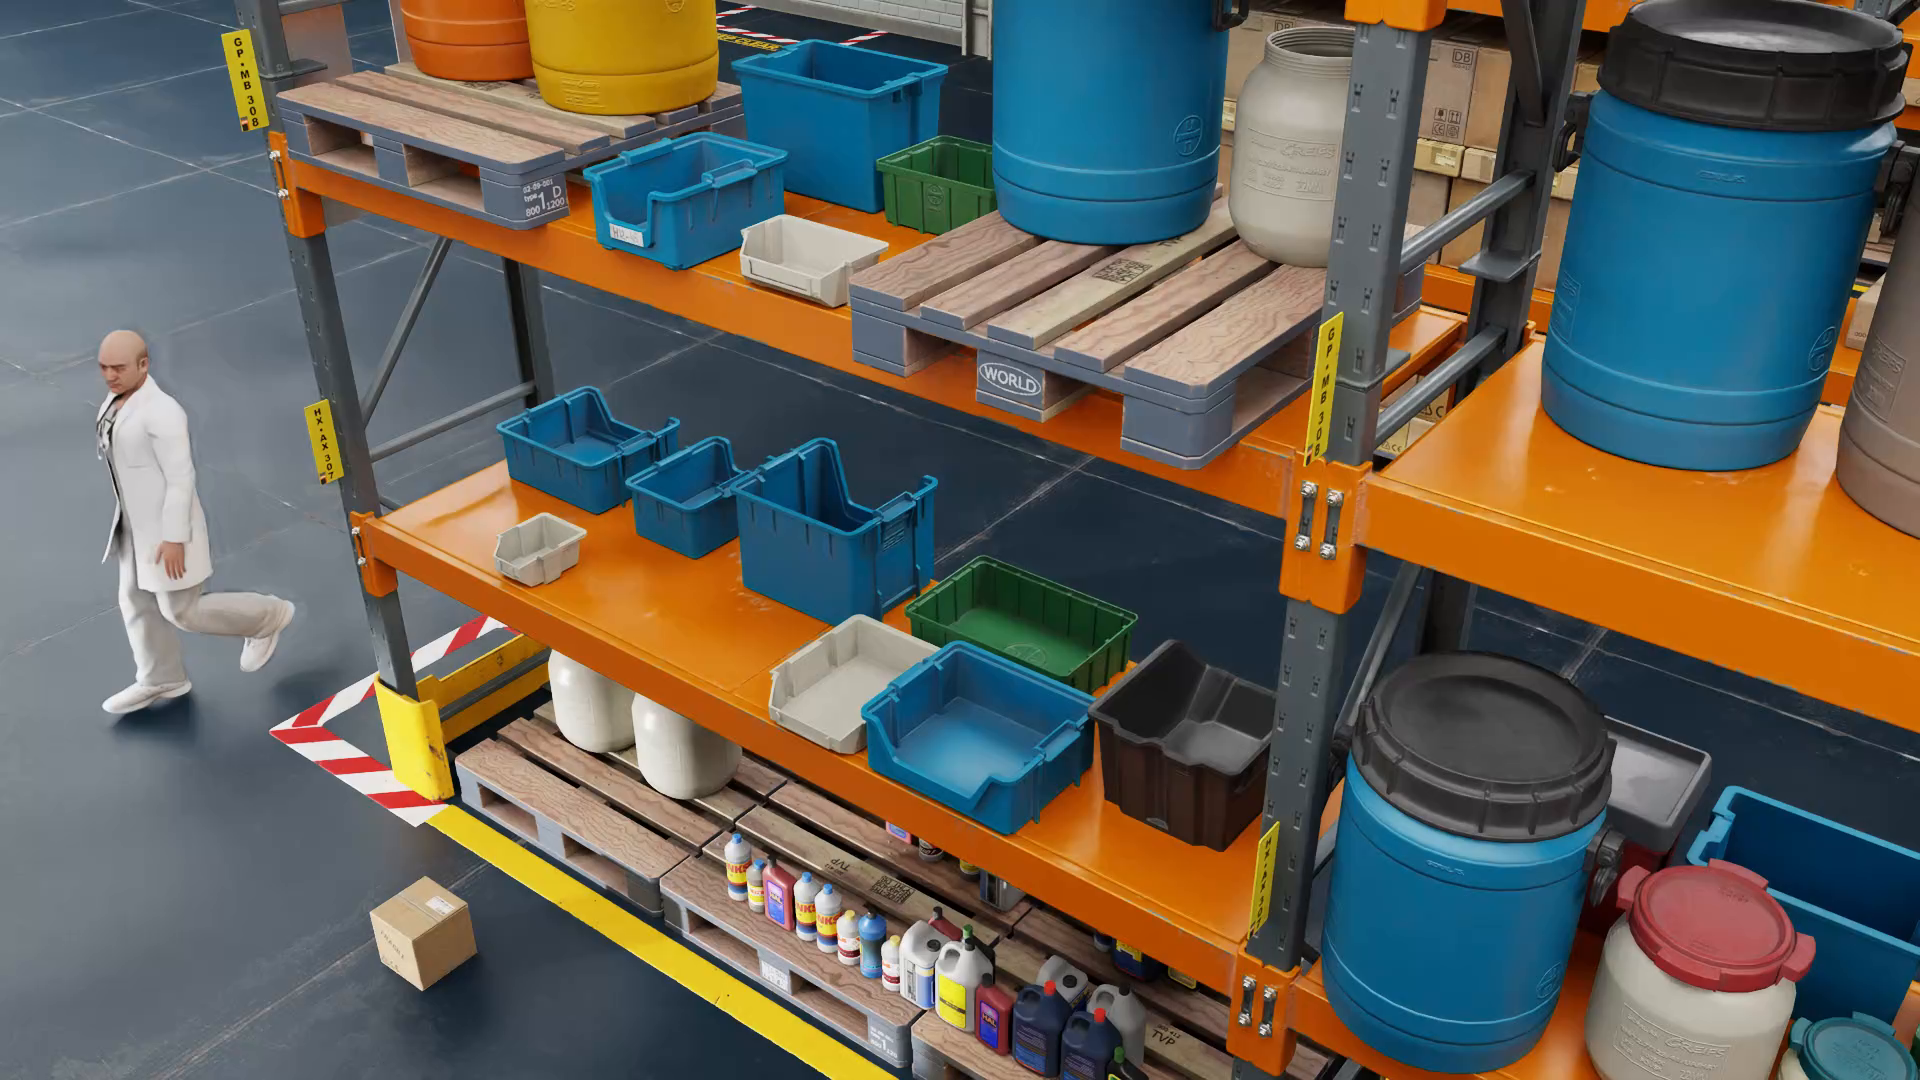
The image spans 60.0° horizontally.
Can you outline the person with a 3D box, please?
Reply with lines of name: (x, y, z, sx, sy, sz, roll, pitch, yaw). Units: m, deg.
person: (-3.478, -0.087, 7.261, 0.873, 1.754, 0.625, -26, 39, -37)
